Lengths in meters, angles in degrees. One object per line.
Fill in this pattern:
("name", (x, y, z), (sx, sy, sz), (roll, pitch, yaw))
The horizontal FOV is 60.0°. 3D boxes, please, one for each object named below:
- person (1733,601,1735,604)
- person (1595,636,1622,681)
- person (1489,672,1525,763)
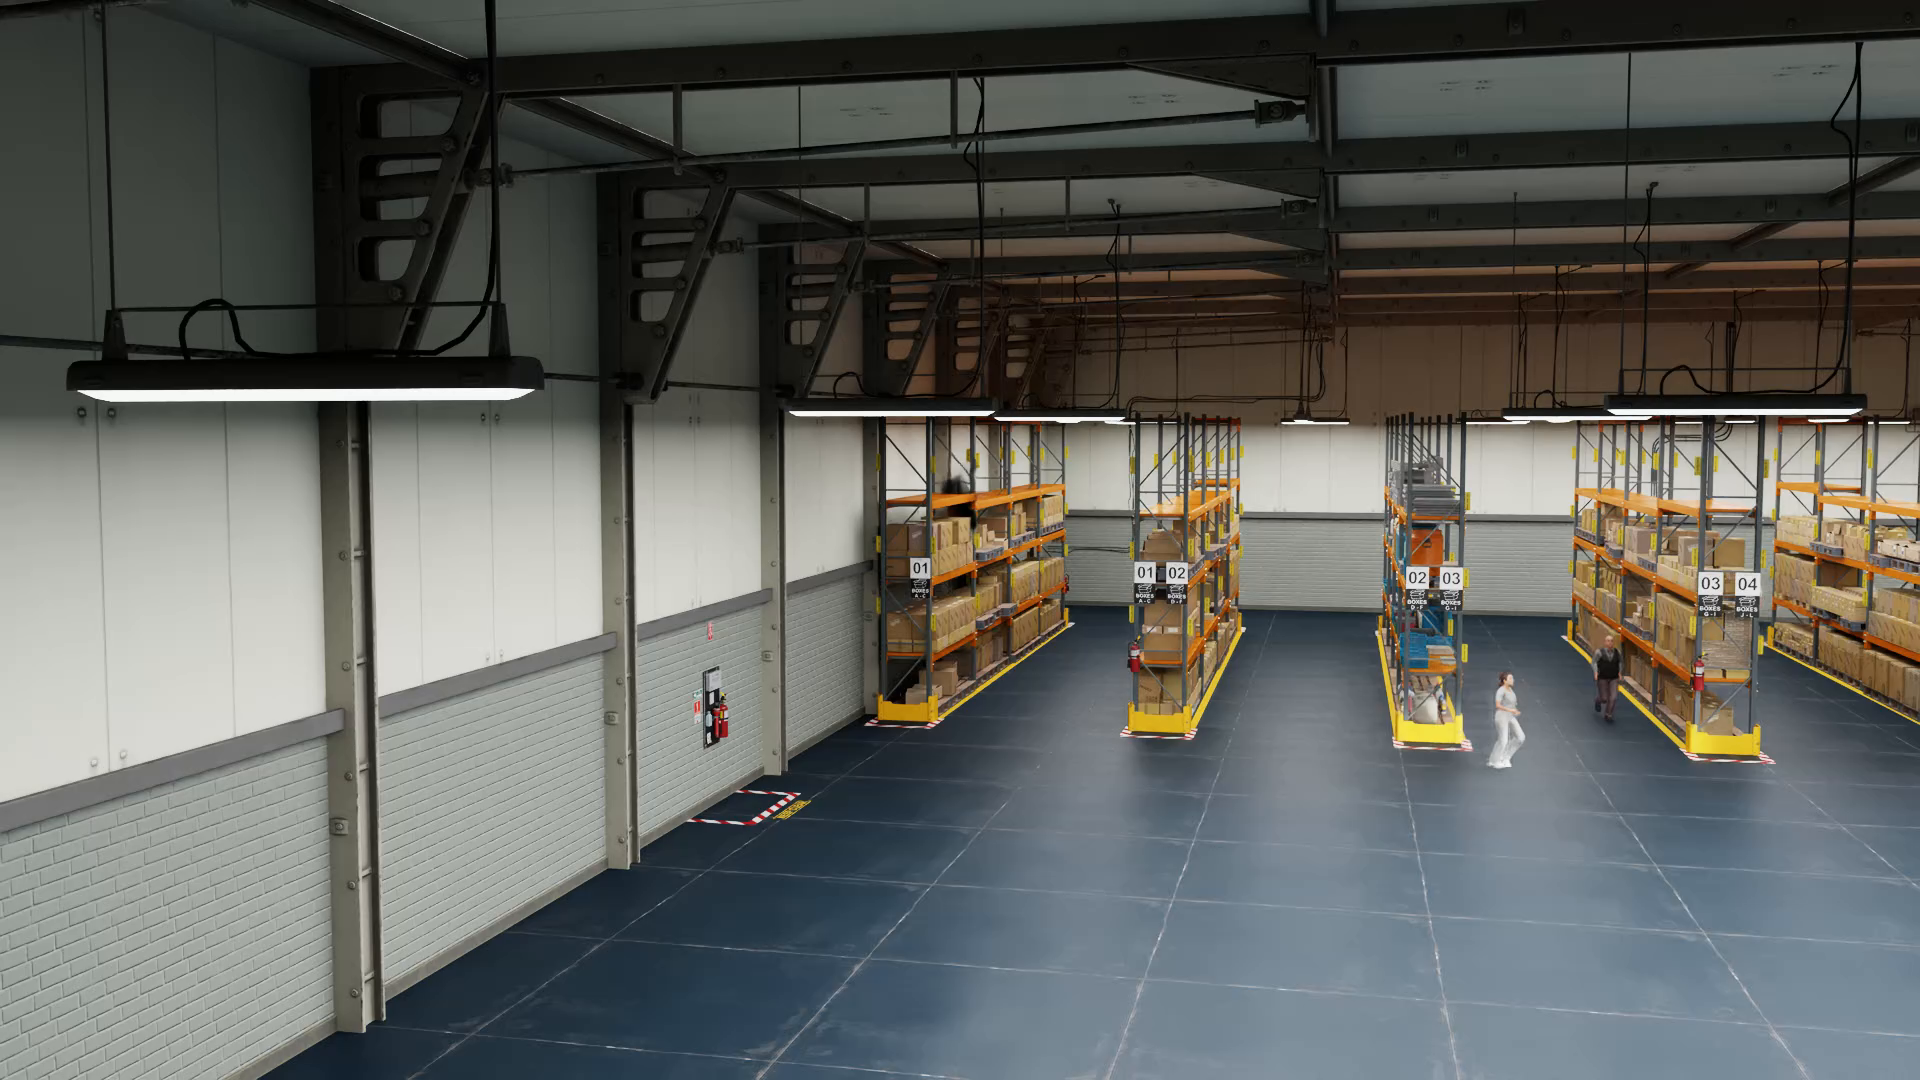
("person", (20.622, 1.588, 44.203), (0.253, 0.522, 0.139), (-1, 4, -15))
("person", (12.615, 2.302, 32.327), (0.556, 0.868, 0.336), (0, 4, 7))
("person", (9.143, 2.980, 27.795), (0.556, 1.573, 0.631), (-3, 5, -38))
